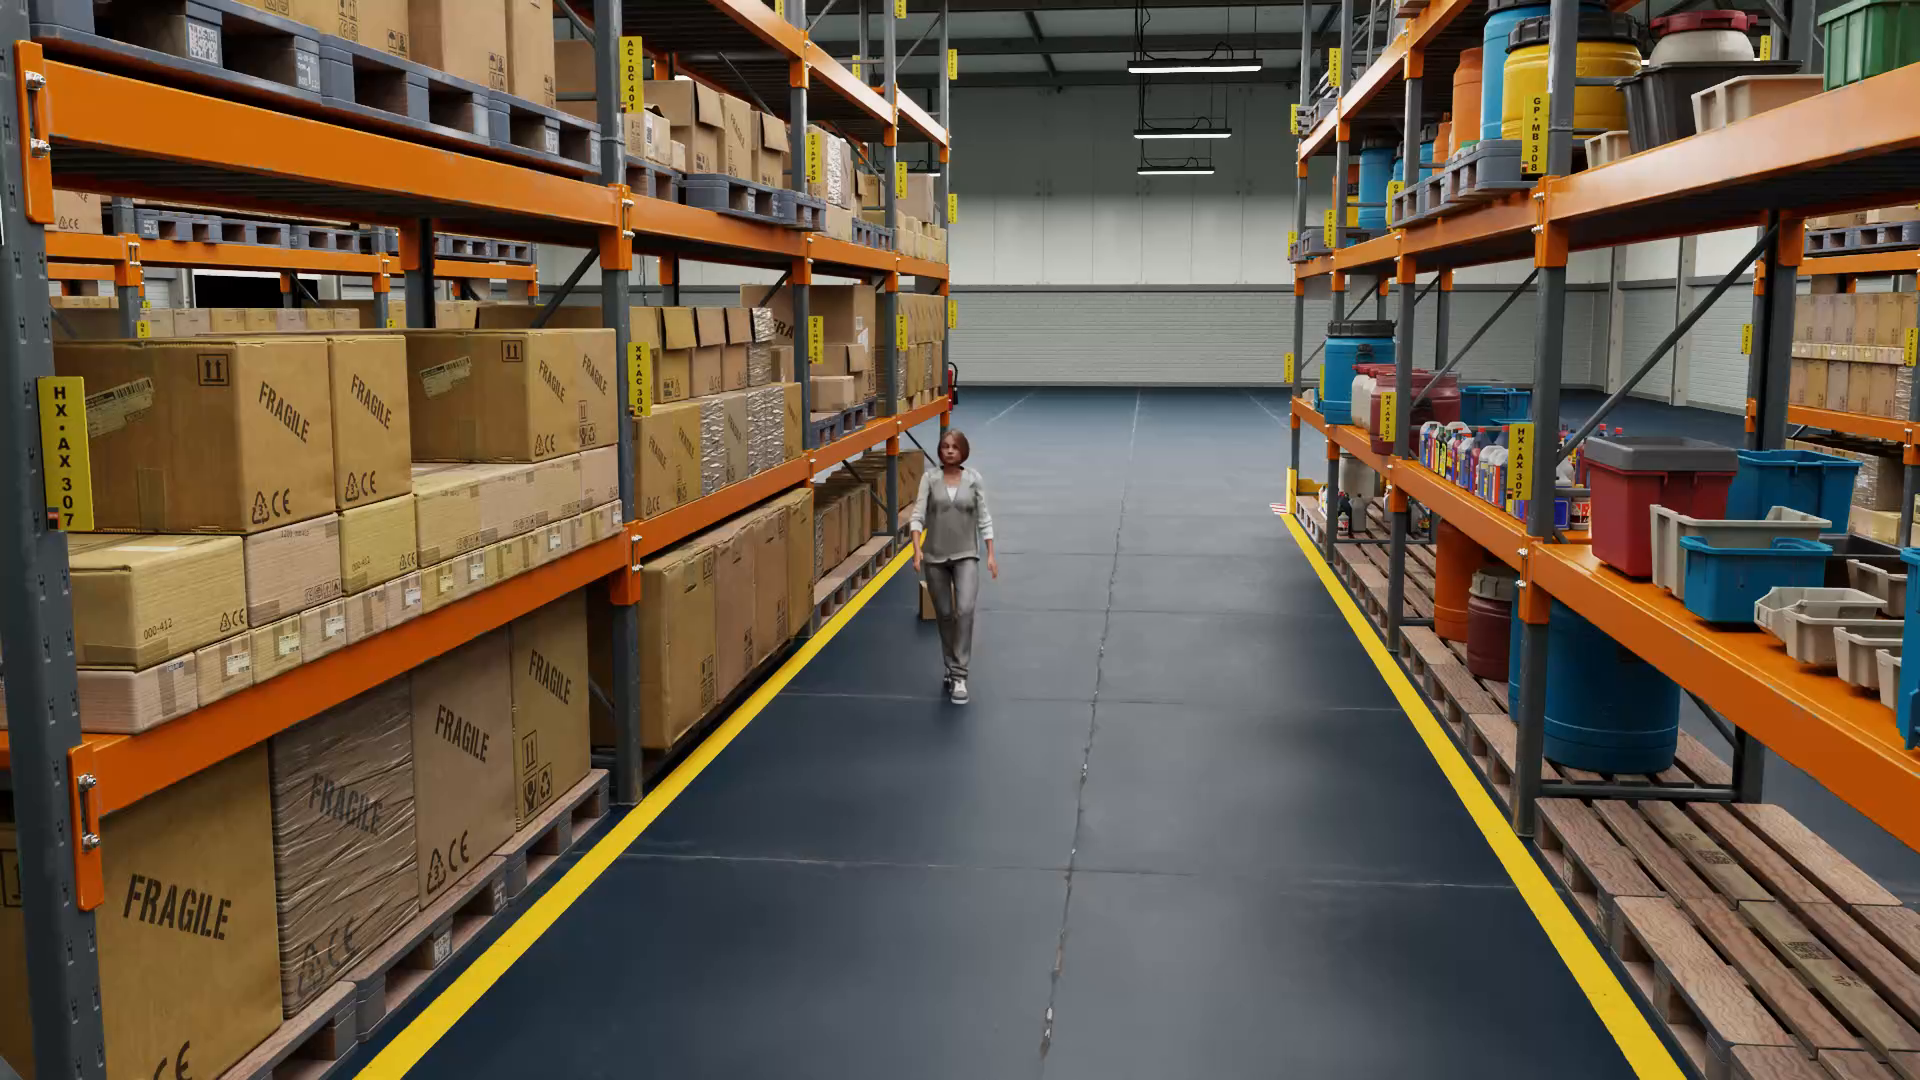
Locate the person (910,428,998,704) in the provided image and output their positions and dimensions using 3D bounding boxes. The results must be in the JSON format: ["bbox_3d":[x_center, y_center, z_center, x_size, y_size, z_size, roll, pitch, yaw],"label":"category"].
[{"bbox_3d":[-0.044,0.126,9.881,0.519,1.564,0.814,1,8,4],"label":"person"}]
